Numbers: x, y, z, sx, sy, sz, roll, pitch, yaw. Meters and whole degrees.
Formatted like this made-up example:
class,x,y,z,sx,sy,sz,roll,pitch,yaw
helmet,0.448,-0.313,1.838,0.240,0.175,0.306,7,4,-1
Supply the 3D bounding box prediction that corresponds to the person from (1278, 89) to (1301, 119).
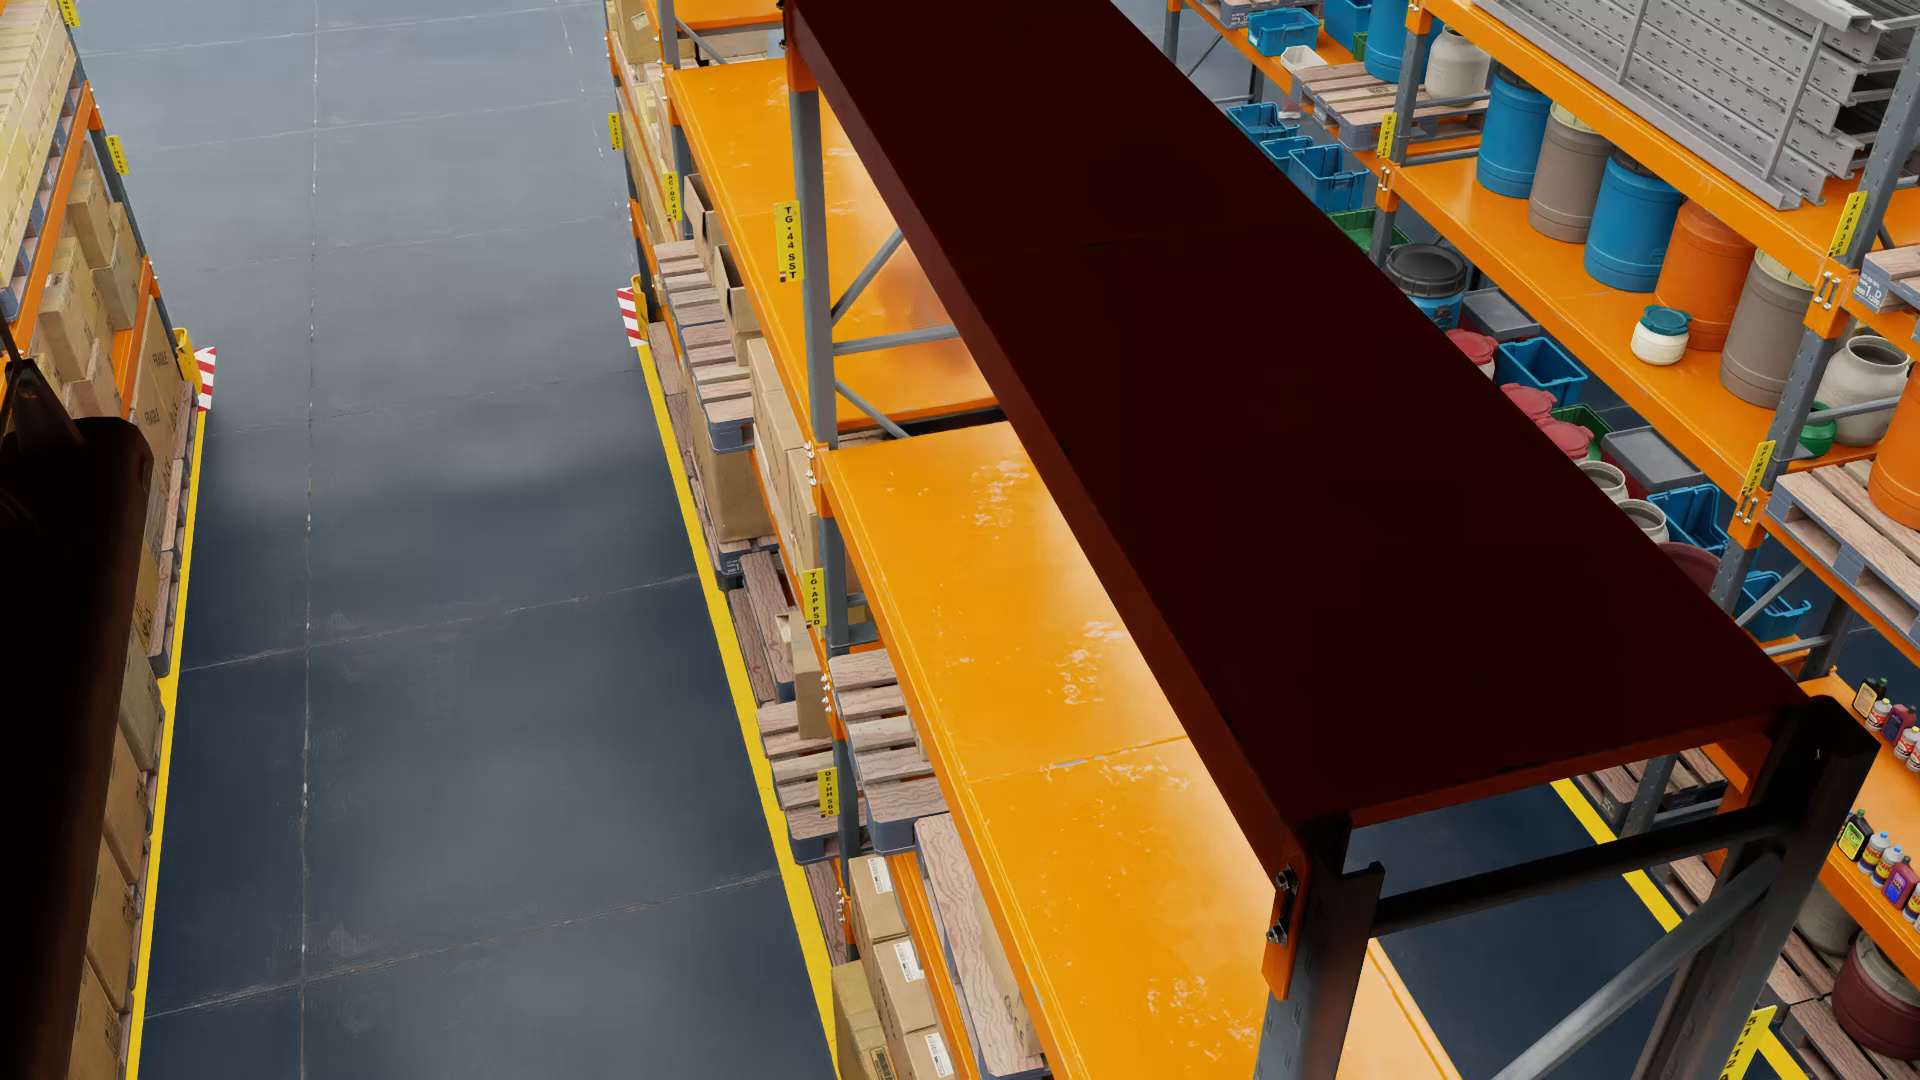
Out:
class,x,y,z,sx,sy,sz,roll,pitch,yaw
person,3.855,-5.429,18.383,0.599,1.633,0.581,6,39,7
